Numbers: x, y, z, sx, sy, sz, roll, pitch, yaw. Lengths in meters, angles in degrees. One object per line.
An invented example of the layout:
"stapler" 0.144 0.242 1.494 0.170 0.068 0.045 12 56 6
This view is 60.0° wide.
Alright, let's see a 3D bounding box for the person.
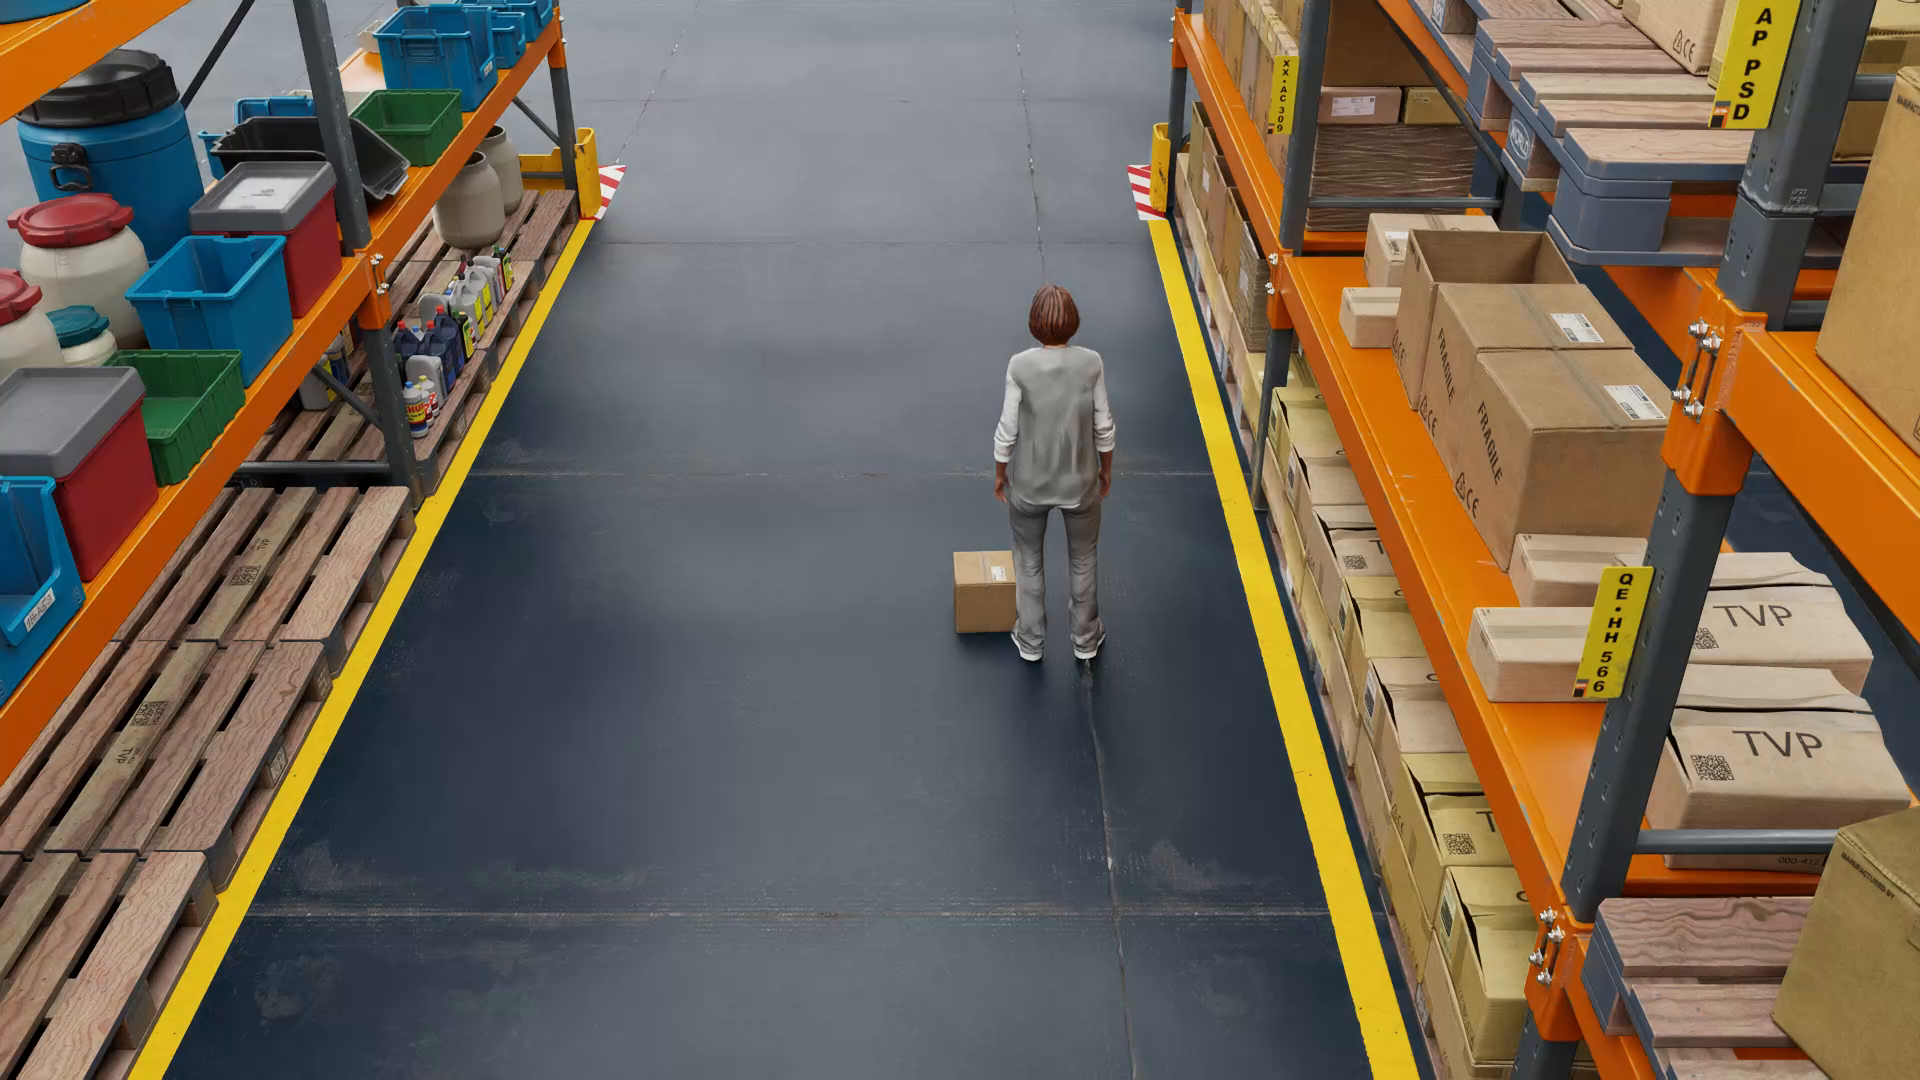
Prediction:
"person" 0.370 -0.225 6.506 0.481 1.593 0.343 -1 32 -1
